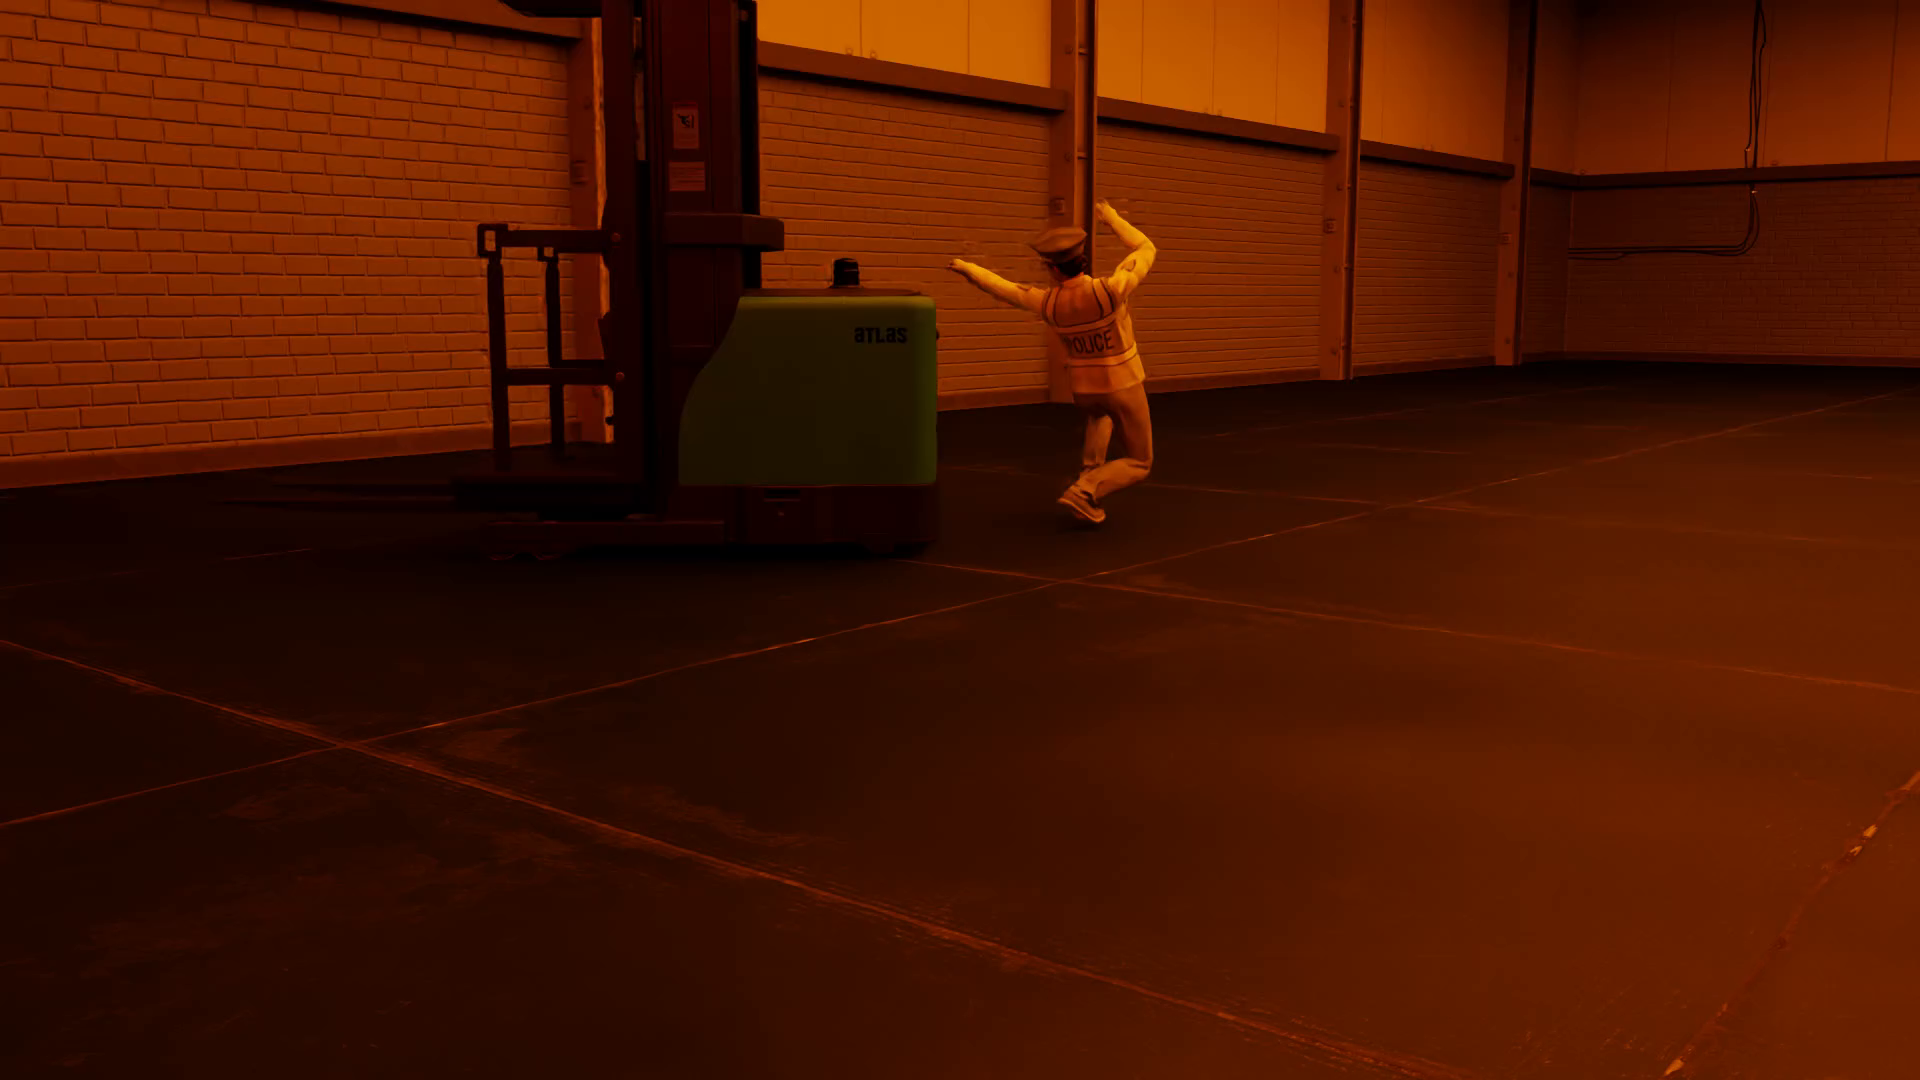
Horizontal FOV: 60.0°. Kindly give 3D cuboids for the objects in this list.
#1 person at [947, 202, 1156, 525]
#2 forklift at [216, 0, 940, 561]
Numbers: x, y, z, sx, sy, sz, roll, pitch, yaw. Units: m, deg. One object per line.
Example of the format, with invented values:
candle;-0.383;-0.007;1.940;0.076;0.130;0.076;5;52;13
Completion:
person;0.474;-0.845;8.033;1.019;1.532;0.825;6;10;35
forklift;-1.607;-1.441;7.128;3.031;2.935;1.130;0;8;-1
